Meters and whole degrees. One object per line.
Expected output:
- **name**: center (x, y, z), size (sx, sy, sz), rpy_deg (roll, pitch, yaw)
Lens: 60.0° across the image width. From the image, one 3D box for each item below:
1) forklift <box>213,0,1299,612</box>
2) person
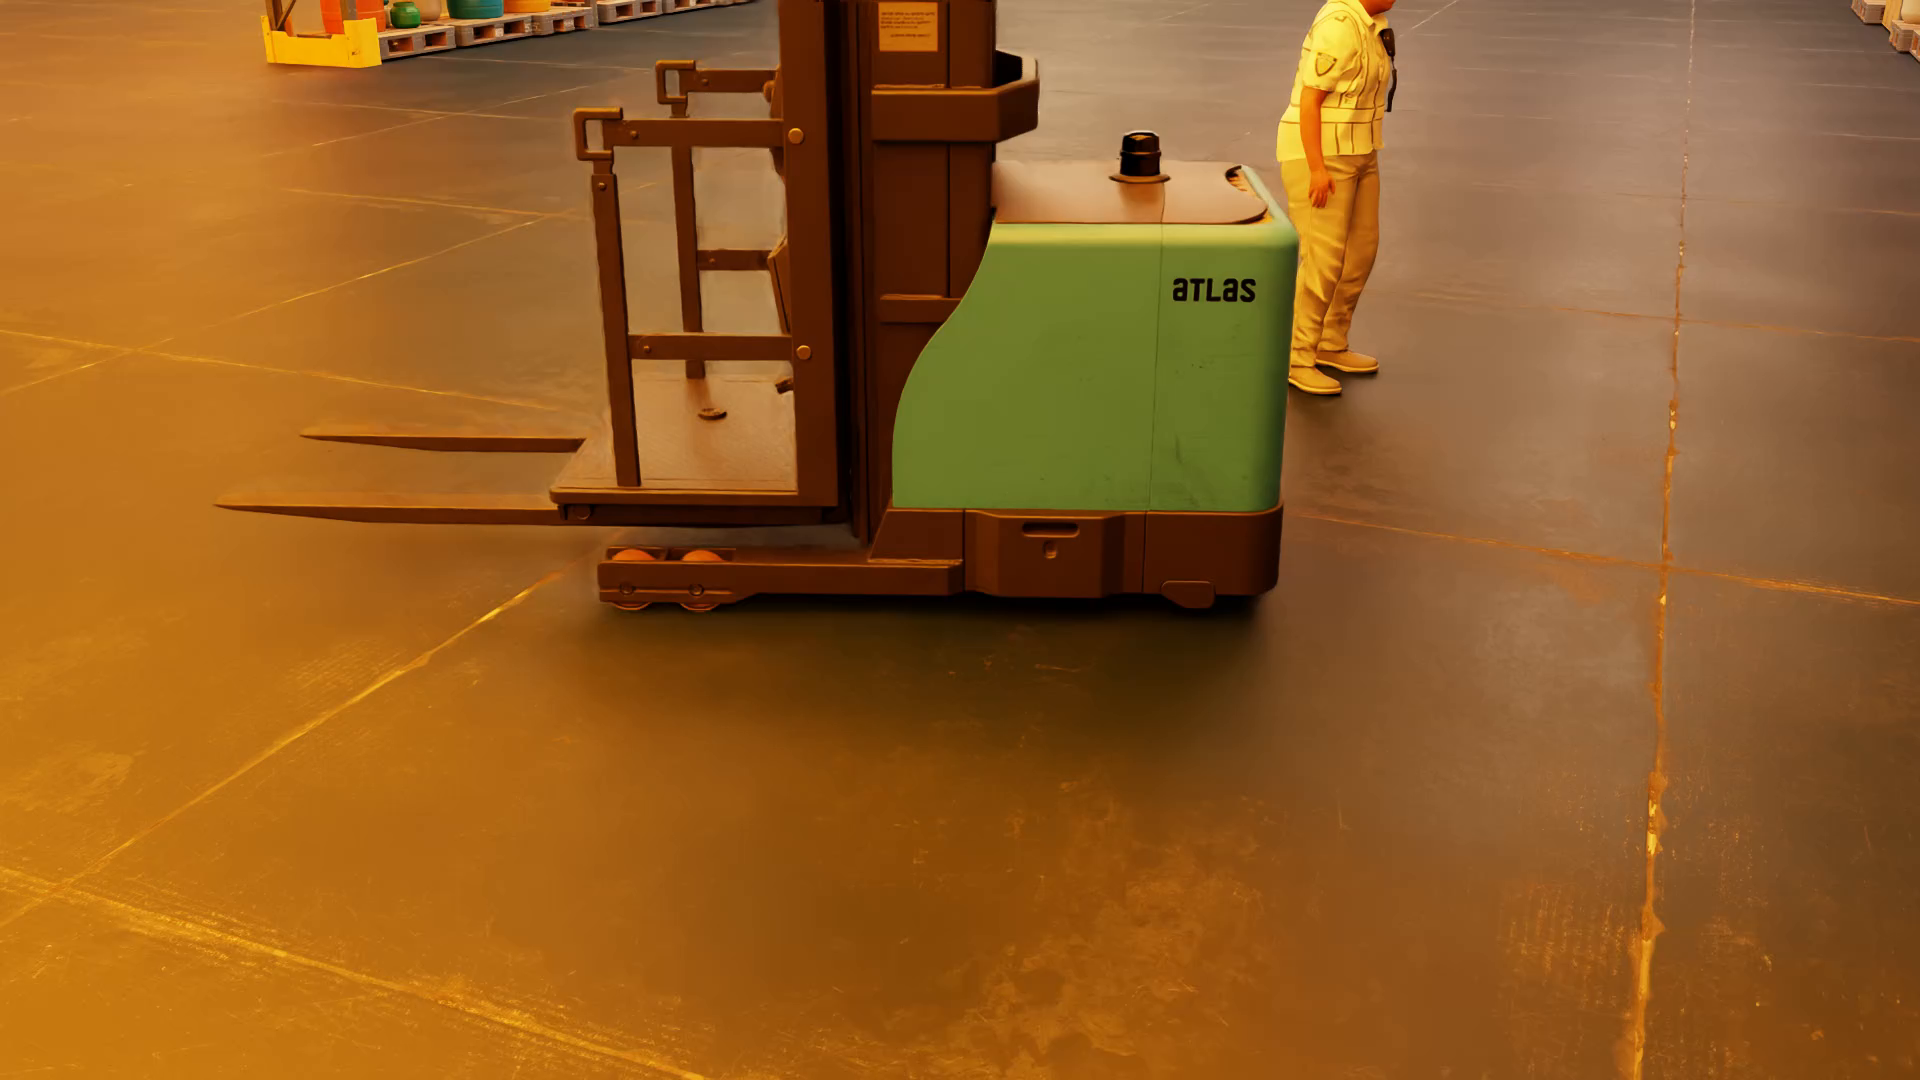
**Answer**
- **forklift**: center (-0.616, -1.356, 4.536), size (3.031, 2.935, 1.130), rpy_deg (1, 23, 2)
- **person**: center (1.465, -1.432, 6.365), size (0.470, 1.664, 0.548), rpy_deg (16, 27, 33)
